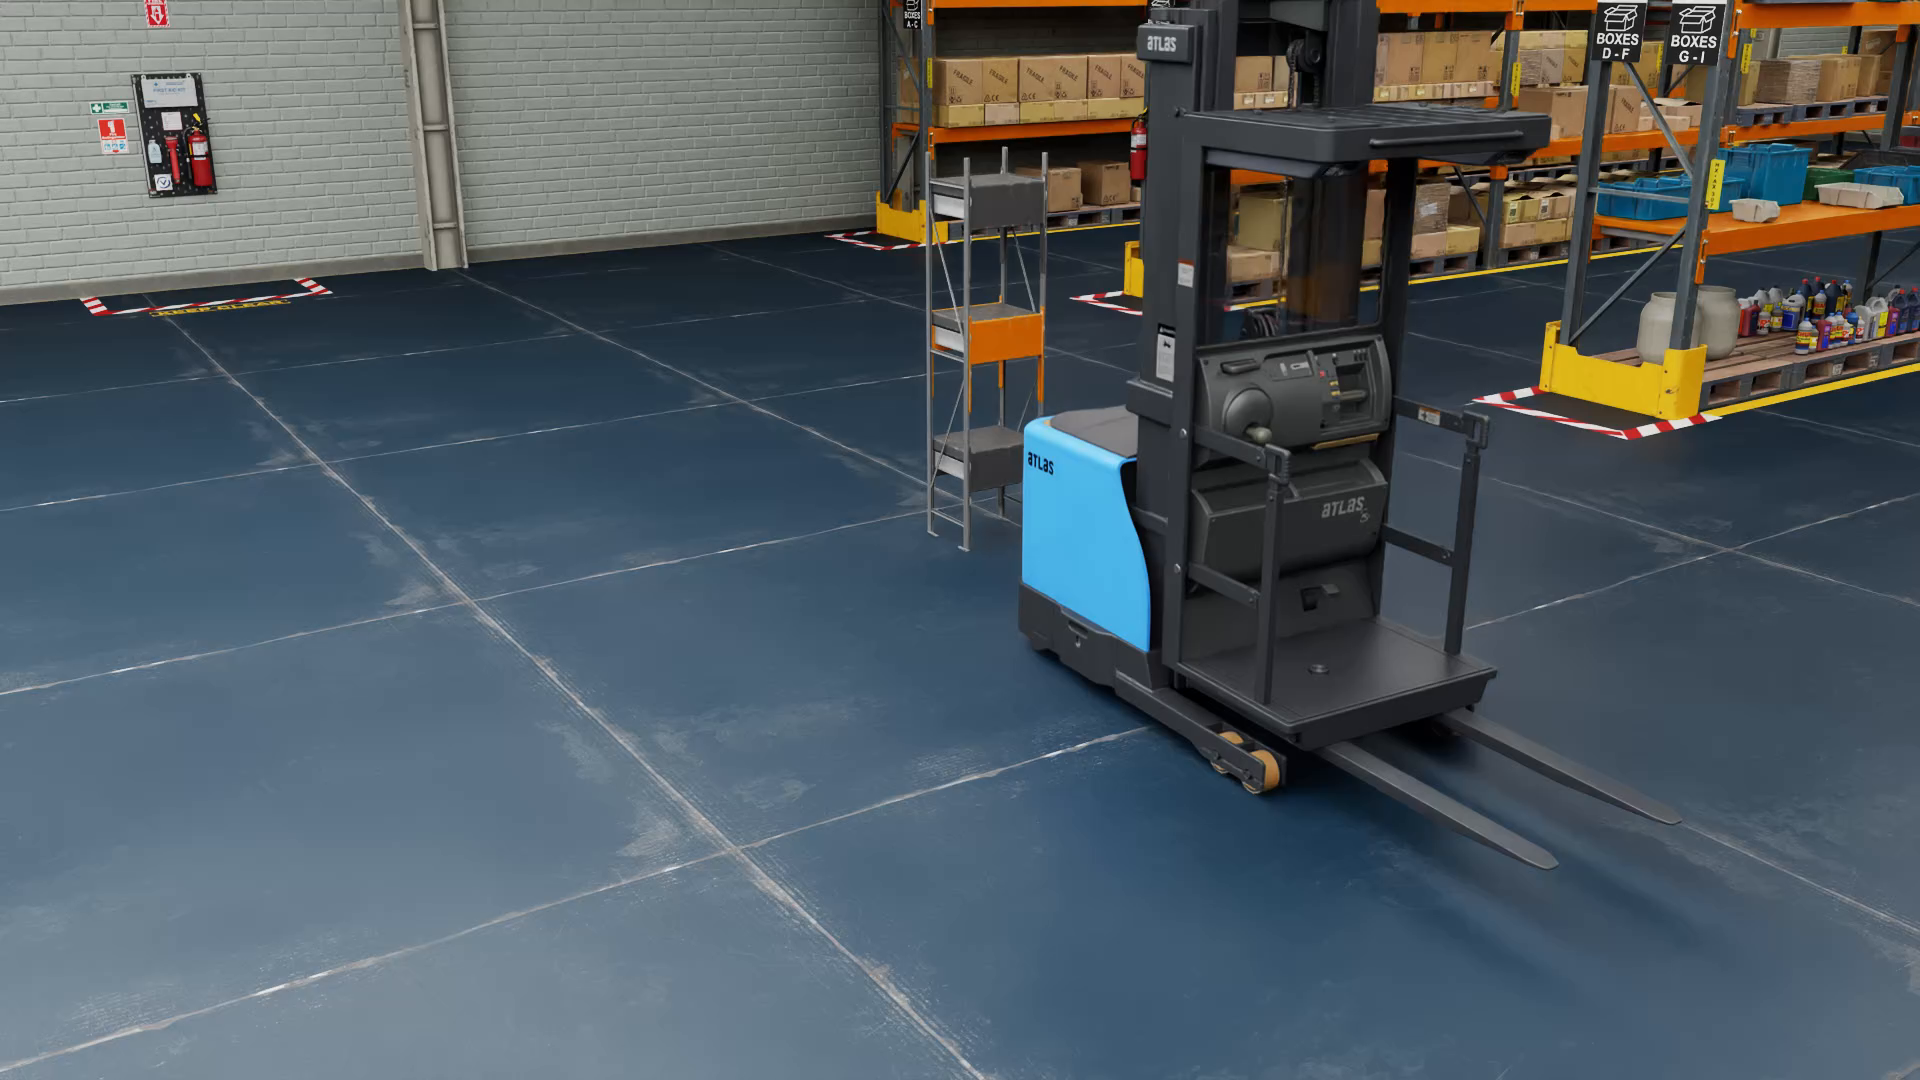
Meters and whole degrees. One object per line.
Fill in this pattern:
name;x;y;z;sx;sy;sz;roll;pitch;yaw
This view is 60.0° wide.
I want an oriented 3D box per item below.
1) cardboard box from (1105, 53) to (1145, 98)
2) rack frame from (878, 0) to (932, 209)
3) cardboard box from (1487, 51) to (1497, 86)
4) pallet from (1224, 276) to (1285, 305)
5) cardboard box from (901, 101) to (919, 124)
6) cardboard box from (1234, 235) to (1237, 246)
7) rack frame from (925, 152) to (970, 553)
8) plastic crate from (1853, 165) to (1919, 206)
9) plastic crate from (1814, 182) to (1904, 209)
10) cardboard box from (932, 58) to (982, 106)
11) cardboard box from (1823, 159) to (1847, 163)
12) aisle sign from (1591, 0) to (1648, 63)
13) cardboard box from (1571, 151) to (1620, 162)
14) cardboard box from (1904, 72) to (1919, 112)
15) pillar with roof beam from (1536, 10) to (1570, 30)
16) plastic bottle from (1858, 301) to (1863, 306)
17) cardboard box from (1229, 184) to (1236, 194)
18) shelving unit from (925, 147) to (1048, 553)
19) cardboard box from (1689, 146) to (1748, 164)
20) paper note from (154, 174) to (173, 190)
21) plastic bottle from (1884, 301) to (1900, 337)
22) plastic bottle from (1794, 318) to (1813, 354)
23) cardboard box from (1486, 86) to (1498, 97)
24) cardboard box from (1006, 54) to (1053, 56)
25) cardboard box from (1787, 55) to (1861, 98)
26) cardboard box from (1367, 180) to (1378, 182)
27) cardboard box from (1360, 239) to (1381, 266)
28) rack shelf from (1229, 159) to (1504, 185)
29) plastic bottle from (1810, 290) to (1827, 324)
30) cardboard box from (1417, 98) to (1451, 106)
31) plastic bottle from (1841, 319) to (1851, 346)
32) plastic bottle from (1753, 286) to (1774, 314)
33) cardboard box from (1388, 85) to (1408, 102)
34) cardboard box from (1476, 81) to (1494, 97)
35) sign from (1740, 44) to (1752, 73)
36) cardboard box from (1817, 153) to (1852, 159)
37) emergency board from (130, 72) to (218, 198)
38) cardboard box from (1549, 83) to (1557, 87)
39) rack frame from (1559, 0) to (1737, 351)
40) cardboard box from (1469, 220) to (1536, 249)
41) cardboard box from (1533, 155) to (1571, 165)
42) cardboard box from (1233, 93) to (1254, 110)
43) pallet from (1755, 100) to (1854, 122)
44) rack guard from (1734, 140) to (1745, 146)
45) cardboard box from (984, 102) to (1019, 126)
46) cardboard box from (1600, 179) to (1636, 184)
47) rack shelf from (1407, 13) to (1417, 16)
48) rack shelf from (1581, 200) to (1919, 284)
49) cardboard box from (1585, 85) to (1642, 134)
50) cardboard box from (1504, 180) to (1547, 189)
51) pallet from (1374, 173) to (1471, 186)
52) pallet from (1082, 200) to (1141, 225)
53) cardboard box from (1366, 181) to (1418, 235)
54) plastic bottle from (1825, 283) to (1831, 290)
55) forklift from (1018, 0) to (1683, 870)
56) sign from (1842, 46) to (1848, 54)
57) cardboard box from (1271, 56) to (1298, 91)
cardboard box;2.056;-5.812;20.785;0.500;0.500;0.500;-12;22;-32
rack frame;-0.646;-5.069;19.556;0.127;3.000;1.000;-12;22;-31
cardboard box;7.439;-6.870;24.231;0.500;0.500;0.500;-12;22;-32
pallet;2.697;-2.570;16.517;1.213;0.211;1.003;-12;22;-31
cardboard box;-0.363;-5.142;19.973;0.500;0.250;0.500;-12;22;-31
cardboard box;2.778;-2.906;16.795;0.500;0.250;0.500;-12;22;-31
rack frame;-0.066;-0.981;8.868;0.015;2.100;0.400;-12;22;-31
plastic crate;7.368;-2.786;13.034;0.616;0.251;0.499;-12;22;-31
plastic crate;6.926;-2.645;12.797;0.437;0.136;0.530;-12;22;-31
cardboard box;-0.082;-5.367;19.467;0.500;0.500;0.500;-12;22;-31
cardboard box;11.431;-4.634;21.486;0.500;0.500;0.500;-12;22;-31
aisle sign;4.579;-3.718;11.499;0.004;0.787;0.394;-12;22;-31
cardboard box;10.057;-6.302;26.449;0.500;0.500;0.700;-12;22;-31
cardboard box;12.679;-5.923;21.925;0.500;0.500;0.500;-11;22;-30
pillar with roof beam;11.852;-9.228;22.490;0.400;9.000;9.100;-12;22;-31
plastic bottle;7.256;-1.787;13.402;0.133;0.283;0.061;-12;22;-31
cardboard box;3.300;-4.932;22.366;0.500;0.500;0.700;-11;22;-30
shelving unit;0.138;-1.024;8.995;0.503;2.100;0.431;-12;22;-31
cardboard box;9.459;-4.772;20.722;0.500;0.250;0.500;-11;22;-29
paper note;-7.819;-3.512;16.325;0.142;0.148;0.016;-12;22;-31
plastic bottle;7.490;-1.781;13.385;0.133;0.283;0.061;-10;21;-28
plastic bottle;6.488;-1.571;12.782;0.097;0.271;0.097;0;19;0
cardboard box;7.712;-6.638;24.557;0.250;0.149;0.380;-12;22;-31
cardboard box;0.906;-5.770;20.660;0.500;0.500;0.500;-12;22;-31
cardboard box;11.045;-5.943;21.329;0.500;0.500;0.700;-8;20;-23
cardboard box;4.027;-3.527;17.460;0.500;0.500;0.500;-12;22;-31
cardboard box;3.905;-2.940;16.895;0.500;0.250;0.500;-12;22;-31
rack shelf;3.752;-3.756;16.796;4.000;0.370;1.077;-12;22;-31
plastic bottle;7.186;-1.951;13.905;0.097;0.271;0.097;0;19;0
cardboard box;4.618;-4.322;17.190;0.500;0.500;0.700;-12;22;-32
plastic bottle;6.940;-1.634;13.076;0.097;0.201;0.097;0;19;0
plastic bottle;6.573;-1.905;13.646;0.185;0.351;0.144;-11;22;-29
cardboard box;4.251;-4.476;16.631;0.250;0.149;0.380;-11;22;-30
cardboard box;5.313;-4.699;17.291;0.250;0.149;0.380;-12;22;-31
sign;9.071;-5.555;19.184;0.005;0.325;0.100;-12;22;-31
cardboard box;11.565;-4.863;22.161;0.500;0.500;0.500;-13;23;-34
emergency board;-7.633;-3.942;16.221;0.643;1.169;0.194;-12;22;-31
cardboard box;8.810;-6.854;25.195;0.250;0.149;0.380;-11;22;-30
rack frame;4.802;-2.419;11.717;0.127;3.000;1.000;-12;22;-31
cardboard box;5.895;-3.351;18.110;0.500;0.250;0.500;-13;22;-33
cardboard box;8.904;-6.214;25.643;0.750;0.750;0.750;-12;22;-31
cardboard box;2.527;-4.111;15.553;0.250;0.149;0.380;-12;22;-32
pallet;10.384;-5.407;20.854;1.213;0.211;1.003;-12;22;-31
rack guard;12.736;-6.708;28.305;0.348;0.500;1.175;-12;22;-31
cardboard box;0.362;-5.104;19.861;0.500;0.250;0.500;-13;22;-33
cardboard box;7.607;-3.976;19.085;0.500;0.311;0.500;-12;22;-32
rack shelf;4.365;-7.206;22.317;4.000;0.370;1.077;-12;22;-31
rack shelf;6.473;-2.431;12.875;4.000;0.370;1.077;-12;22;-31
cardboard box;7.370;-4.901;18.903;0.500;0.500;0.500;-13;23;-34
cardboard box;6.452;-3.940;18.978;0.500;0.311;0.500;-12;22;-32
pallet;6.735;-5.276;24.522;1.213;0.211;1.003;-12;22;-31
pallet;2.153;-4.325;21.708;1.213;0.211;1.003;-12;22;-31
cardboard box;4.315;-3.387;17.046;0.500;0.500;0.500;-12;22;-31
plastic bottle;7.381;-2.039;14.158;0.135;0.276;0.152;-11;22;-29
forklift;1.440;-0.583;6.394;1.130;2.935;3.031;-10;21;-28
sign;11.798;-6.412;22.177;0.005;0.325;0.100;-12;22;-31
cardboard box;2.959;-4.589;15.954;0.500;0.500;0.700;-13;22;-33
